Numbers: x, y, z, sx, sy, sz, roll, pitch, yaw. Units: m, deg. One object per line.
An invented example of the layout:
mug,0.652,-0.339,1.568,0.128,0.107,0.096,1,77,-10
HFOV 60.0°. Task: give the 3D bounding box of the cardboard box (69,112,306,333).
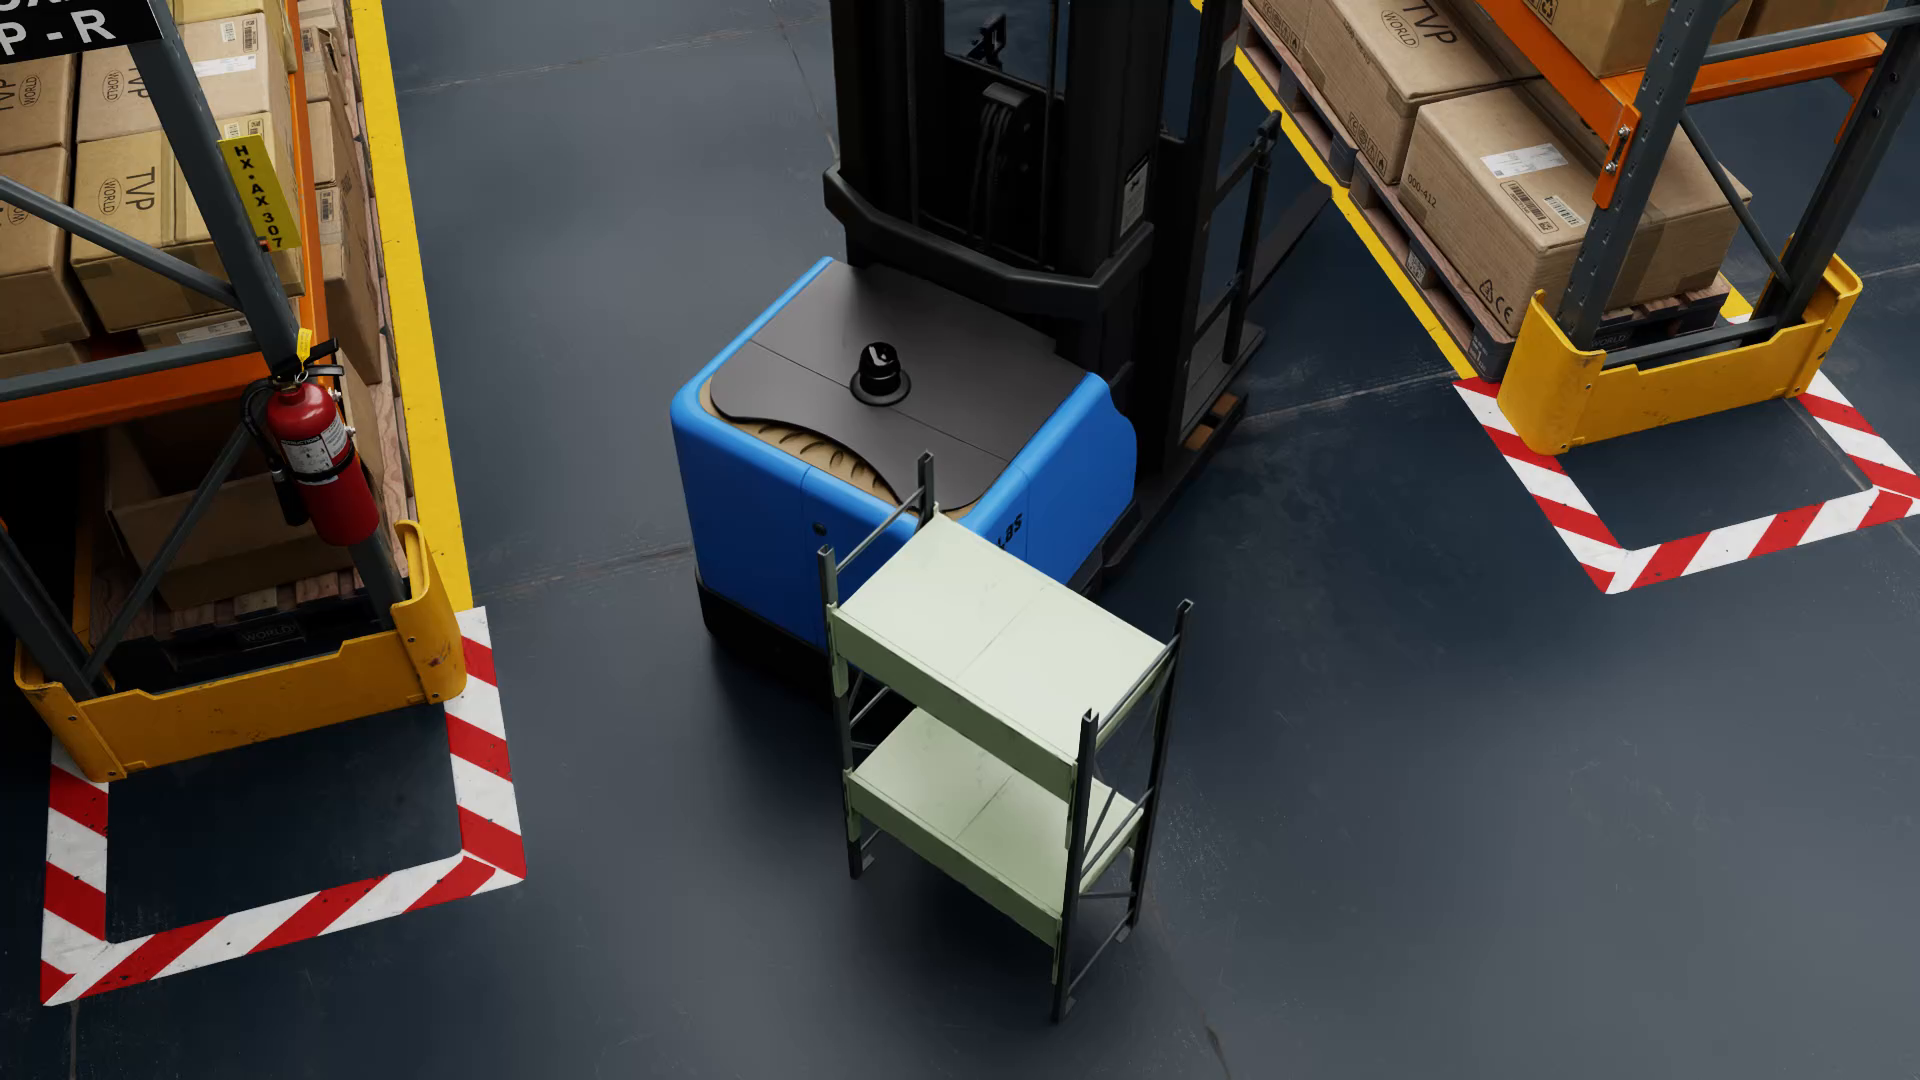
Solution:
cardboard box,-2.038,-0.848,4.406,0.500,0.250,0.500,-13,51,-11

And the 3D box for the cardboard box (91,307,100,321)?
cardboard box,-2.532,-0.707,4.549,0.380,0.149,0.250,-12,51,-10

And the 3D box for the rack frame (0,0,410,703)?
rack frame,-2.161,-0.408,4.132,1.000,3.000,0.127,-13,51,-11

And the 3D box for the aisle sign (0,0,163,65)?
aisle sign,-1.860,-1.262,3.152,0.394,0.787,0.004,-13,51,-11

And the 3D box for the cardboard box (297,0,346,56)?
cardboard box,-2.898,-2.205,7.237,0.380,0.149,0.250,-15,51,-12

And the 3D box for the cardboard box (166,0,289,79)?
cardboard box,-2.340,-1.585,5.028,0.500,0.250,0.500,-14,51,-12

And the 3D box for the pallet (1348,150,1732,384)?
pallet,2.269,-1.200,6.624,1.003,0.211,1.213,-13,51,-11

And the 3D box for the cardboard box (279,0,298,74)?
cardboard box,-2.329,-1.581,5.285,0.380,0.149,0.250,-15,51,-12

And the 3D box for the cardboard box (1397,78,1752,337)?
cardboard box,2.289,-1.302,6.287,0.875,0.438,0.875,-15,51,-12

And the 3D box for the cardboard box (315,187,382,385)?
cardboard box,-2.467,-0.839,5.855,0.700,0.500,0.500,-11,51,-9

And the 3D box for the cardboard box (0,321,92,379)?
cardboard box,-2.515,-0.508,4.381,0.380,0.149,0.250,-14,51,-11

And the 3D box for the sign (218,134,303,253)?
sign,-1.643,-0.810,3.904,0.100,0.325,0.005,-13,51,-11

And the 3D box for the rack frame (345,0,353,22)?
rack frame,-3.344,-3.329,6.595,1.000,3.000,0.127,-13,51,-11

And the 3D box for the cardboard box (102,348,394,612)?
cardboard box,-2.251,-0.207,5.320,0.797,0.503,0.637,-15,52,-12

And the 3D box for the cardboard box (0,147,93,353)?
cardboard box,-2.550,-0.731,4.308,0.500,0.250,0.500,-12,51,-10

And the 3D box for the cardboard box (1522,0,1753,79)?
cardboard box,2.184,-1.857,5.289,0.500,0.500,0.500,-13,51,-11

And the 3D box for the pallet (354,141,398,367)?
pallet,-2.777,-1.036,6.485,1.003,0.211,1.213,-13,51,-11

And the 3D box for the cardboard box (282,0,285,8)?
cardboard box,-2.427,-1.769,5.443,0.380,0.149,0.250,-12,51,-10

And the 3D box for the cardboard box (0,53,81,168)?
cardboard box,-2.702,-1.108,4.626,0.500,0.250,0.500,-13,51,-11

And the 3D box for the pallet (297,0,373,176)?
pallet,-3.142,-1.929,7.238,1.003,0.211,1.213,-13,51,-11

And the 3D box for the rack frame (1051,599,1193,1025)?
rack frame,0.385,0.738,4.147,0.023,1.500,0.400,31,56,23

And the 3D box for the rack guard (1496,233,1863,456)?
rack guard,2.587,-0.709,6.021,1.175,0.500,0.348,-13,51,-11

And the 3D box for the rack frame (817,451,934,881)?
rack frame,-0.194,0.395,4.436,0.023,1.500,0.400,31,56,23

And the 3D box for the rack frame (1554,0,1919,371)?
rack frame,2.580,-1.533,5.080,1.000,3.000,0.127,-13,51,-11

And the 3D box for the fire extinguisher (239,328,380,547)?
fire extinguisher,-1.676,-0.260,4.301,0.296,0.674,0.183,-13,51,-11

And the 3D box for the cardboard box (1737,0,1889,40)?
cardboard box,2.712,-1.980,5.392,0.500,0.500,0.500,-14,51,-11

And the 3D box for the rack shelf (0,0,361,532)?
rack shelf,-2.752,-1.637,5.638,1.077,0.370,4.000,-13,51,-11

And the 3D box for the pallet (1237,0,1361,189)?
pallet,1.911,-2.090,7.374,1.003,0.211,1.213,-13,51,-11

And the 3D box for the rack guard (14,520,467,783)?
rack guard,-2.183,0.342,5.134,1.175,0.500,0.348,-13,51,-11

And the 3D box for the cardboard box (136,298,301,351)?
cardboard box,-1.996,-0.629,4.483,0.380,0.149,0.250,-14,51,-11

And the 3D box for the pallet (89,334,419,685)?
pallet,-2.420,-0.146,5.736,1.003,0.211,1.213,-13,51,-11

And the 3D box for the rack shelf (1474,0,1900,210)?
rack shelf,1.988,-2.762,6.587,1.077,0.370,4.000,-13,51,-11

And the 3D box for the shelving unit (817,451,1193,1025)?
shelving unit,0.096,0.567,4.291,0.755,1.500,0.431,31,56,23

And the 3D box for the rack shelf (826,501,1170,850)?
rack shelf,0.096,0.315,3.993,0.720,0.370,0.431,31,56,23

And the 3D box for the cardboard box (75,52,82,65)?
cardboard box,-2.844,-1.471,4.932,0.500,0.250,0.500,-12,51,-10

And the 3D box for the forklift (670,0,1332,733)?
forklift,0.385,-1.381,4.997,1.130,2.935,3.031,26,55,21

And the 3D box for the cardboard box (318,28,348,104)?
cardboard box,-2.793,-1.982,6.973,0.396,0.266,0.258,-12,51,-10

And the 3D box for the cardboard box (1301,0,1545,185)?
cardboard box,2.010,-1.968,6.848,0.875,0.438,0.875,-12,51,-10

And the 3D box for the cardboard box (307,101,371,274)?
cardboard box,-2.528,-1.247,6.200,0.500,0.500,0.500,-12,51,-10

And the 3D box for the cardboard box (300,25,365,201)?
cardboard box,-2.774,-1.597,6.495,0.700,0.500,0.500,-15,52,-12

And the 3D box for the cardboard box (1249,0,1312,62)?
cardboard box,1.745,-2.627,7.404,0.875,0.438,0.875,-15,51,-12

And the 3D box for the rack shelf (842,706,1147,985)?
rack shelf,0.096,0.777,4.541,0.720,0.370,0.431,31,56,23

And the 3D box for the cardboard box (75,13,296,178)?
cardboard box,-2.187,-1.216,4.717,0.500,0.250,0.500,-13,51,-11
